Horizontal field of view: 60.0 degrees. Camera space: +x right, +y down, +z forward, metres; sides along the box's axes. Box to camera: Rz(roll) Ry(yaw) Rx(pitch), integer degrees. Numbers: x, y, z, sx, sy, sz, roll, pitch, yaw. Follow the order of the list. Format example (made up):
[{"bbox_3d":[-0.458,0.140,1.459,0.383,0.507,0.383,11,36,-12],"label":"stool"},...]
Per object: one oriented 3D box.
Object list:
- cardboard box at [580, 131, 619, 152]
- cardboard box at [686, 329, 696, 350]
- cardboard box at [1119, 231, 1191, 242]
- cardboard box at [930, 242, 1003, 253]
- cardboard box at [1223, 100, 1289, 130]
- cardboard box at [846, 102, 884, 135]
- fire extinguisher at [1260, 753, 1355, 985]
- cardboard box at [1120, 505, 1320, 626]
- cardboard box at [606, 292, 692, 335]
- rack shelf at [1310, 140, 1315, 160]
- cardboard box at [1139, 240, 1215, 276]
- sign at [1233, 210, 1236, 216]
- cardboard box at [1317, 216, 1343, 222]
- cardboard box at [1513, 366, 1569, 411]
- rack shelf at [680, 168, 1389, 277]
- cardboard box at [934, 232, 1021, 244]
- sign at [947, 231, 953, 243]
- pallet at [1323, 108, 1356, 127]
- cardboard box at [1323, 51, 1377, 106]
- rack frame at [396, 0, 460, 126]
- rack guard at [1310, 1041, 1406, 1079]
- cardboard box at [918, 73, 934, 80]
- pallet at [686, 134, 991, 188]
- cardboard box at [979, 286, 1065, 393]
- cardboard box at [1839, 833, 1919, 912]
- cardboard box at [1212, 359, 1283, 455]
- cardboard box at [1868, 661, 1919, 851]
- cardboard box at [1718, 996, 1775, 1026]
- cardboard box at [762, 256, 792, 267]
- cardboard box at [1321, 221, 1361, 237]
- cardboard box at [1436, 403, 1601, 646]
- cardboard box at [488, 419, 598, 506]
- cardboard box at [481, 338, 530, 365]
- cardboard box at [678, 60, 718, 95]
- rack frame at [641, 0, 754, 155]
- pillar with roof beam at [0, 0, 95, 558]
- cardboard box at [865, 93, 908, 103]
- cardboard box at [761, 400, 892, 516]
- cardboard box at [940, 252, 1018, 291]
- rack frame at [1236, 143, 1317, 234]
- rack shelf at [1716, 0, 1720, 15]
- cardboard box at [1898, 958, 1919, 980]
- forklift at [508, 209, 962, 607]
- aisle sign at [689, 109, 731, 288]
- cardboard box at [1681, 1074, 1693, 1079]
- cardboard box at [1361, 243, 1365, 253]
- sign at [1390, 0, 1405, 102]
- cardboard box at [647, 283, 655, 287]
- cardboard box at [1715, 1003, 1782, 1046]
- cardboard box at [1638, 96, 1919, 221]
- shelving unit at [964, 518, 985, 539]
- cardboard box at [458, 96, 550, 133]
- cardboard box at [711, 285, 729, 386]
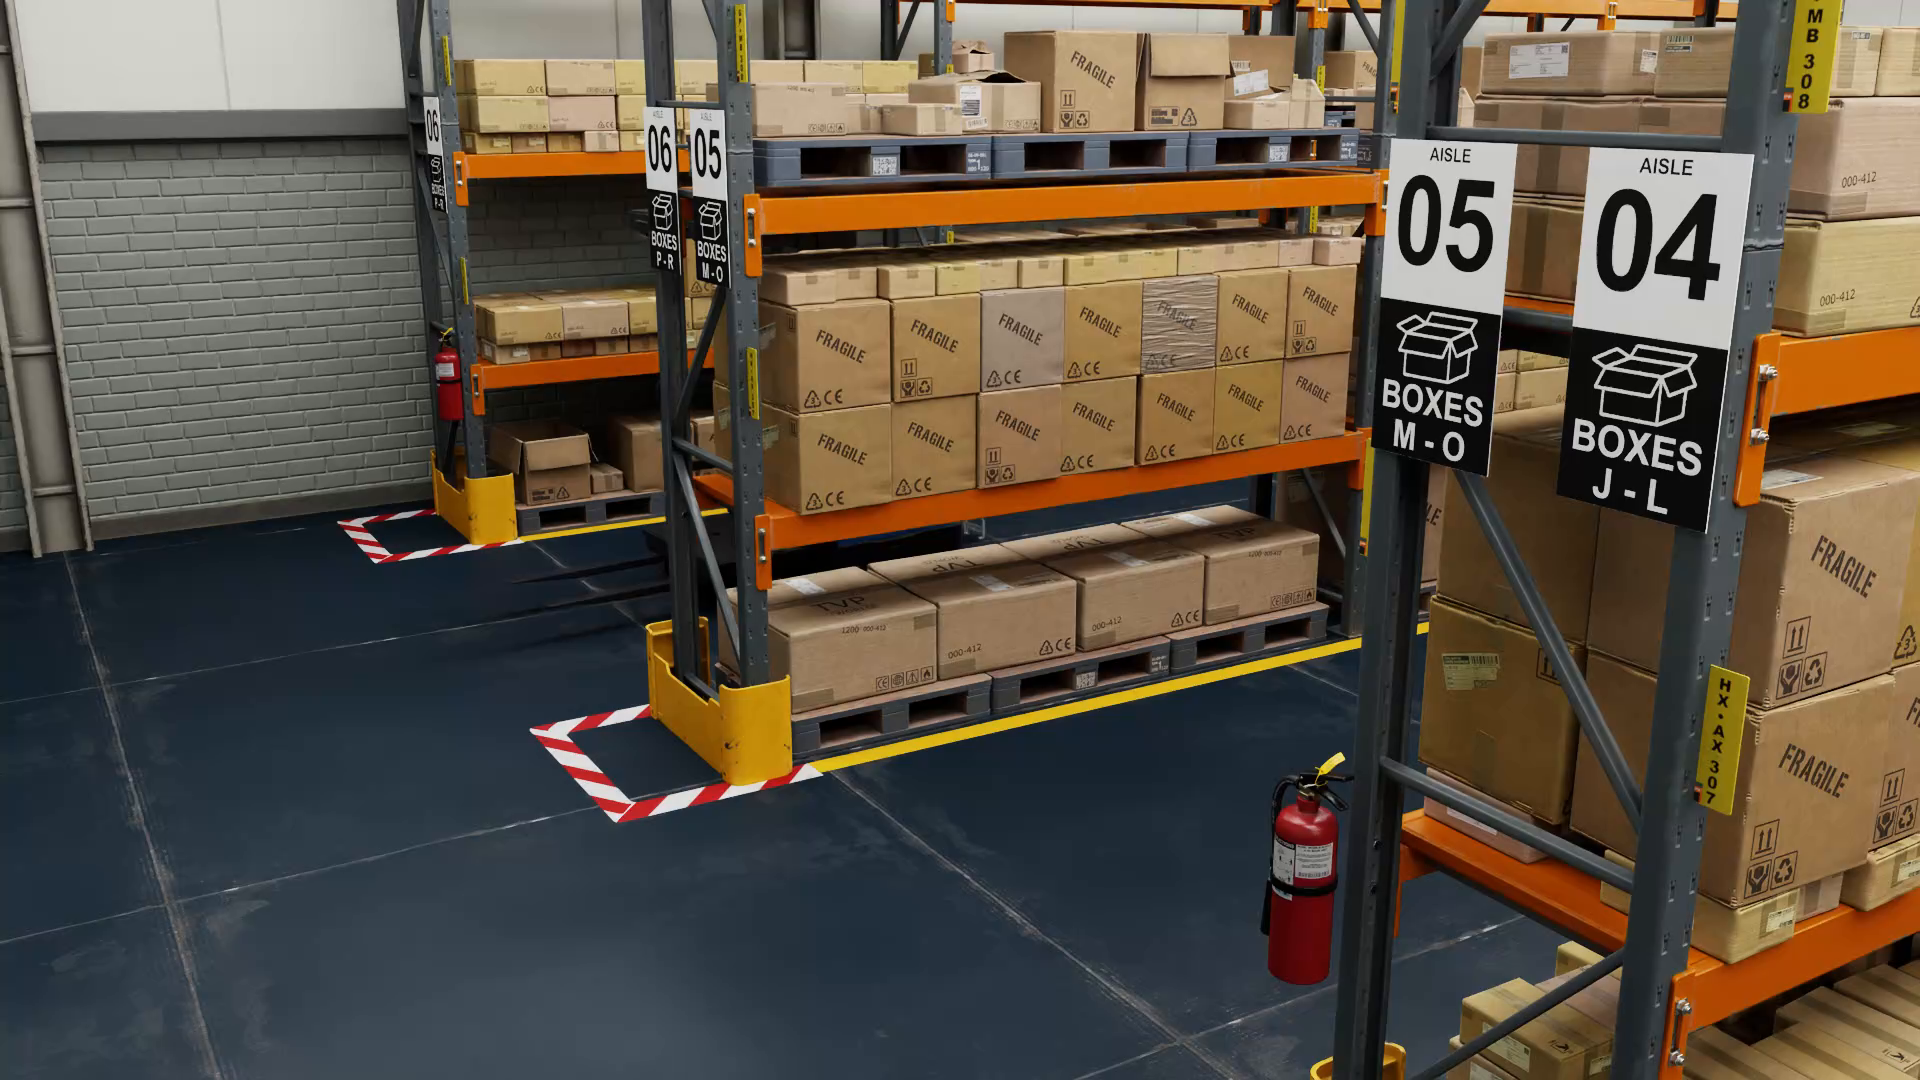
[{"bbox_3d":[-2.698,-2.945,12.266,0.250,0.149,0.380,-9,18,-29],"label":"cardboard box"},{"bbox_3d":[-2.245,-1.575,12.936,0.250,0.149,0.380,-10,18,-31],"label":"cardboard box"},{"bbox_3d":[1.133,-1.707,9.703,0.250,0.149,0.380,-9,18,-30],"label":"cardboard box"},{"bbox_3d":[0.032,-1.526,9.058,0.250,0.149,0.380,-9,18,-28],"label":"cardboard box"},{"bbox_3d":[1.581,-2.328,9.103,0.250,0.149,0.380,-9,18,-28],"label":"cardboard box"},{"bbox_3d":[-0.580,-2.132,8.403,0.250,0.149,0.380,-11,19,-34],"label":"cardboard box"},{"bbox_3d":[0.944,0.878,4.554,0.183,0.674,0.296,-9,18,-30],"label":"fire extinguisher"},{"bbox_3d":[1.597,0.140,10.323,0.875,0.438,0.875,-10,18,-31],"label":"cardboard box"},{"bbox_3d":[-2.405,-1.759,12.855,0.500,0.250,0.500,-10,18,-31],"label":"cardboard box"},{"bbox_3d":[1.346,-3.478,15.035,4.000,0.370,1.077,-9,18,-30],"label":"rack shelf"},{"bbox_3d":[1.186,-1.553,9.154,0.250,0.149,0.380,-9,18,-30],"label":"cardboard box"},{"bbox_3d":[2.771,-3.344,16.635,0.005,0.325,0.100,-9,18,-30],"label":"sign"},{"bbox_3d":[3.655,-3.195,16.862,0.250,0.149,0.380,-9,18,-30],"label":"cardboard box"},{"bbox_3d":[3.594,-1.022,10.776,0.500,0.250,0.500,-9,18,-30],"label":"cardboard box"},{"bbox_3d":[0.476,-1.774,8.957,4.000,0.370,1.077,-9,18,-30],"label":"rack shelf"},{"bbox_3d":[0.161,-2.368,14.336,0.500,0.500,0.700,-9,18,-28],"label":"cardboard box"},{"bbox_3d":[-0.083,-2.394,13.790,0.005,0.325,0.100,-9,18,-30],"label":"sign"},{"bbox_3d":[3.596,-4.126,16.366,1.003,0.211,1.213,-8,18,-27],"label":"pallet"},{"bbox_3d":[3.806,-4.445,16.004,0.500,0.500,0.500,-9,18,-29],"label":"cardboard box"},{"bbox_3d":[-3.798,-4.435,11.558,0.127,3.000,1.000,-9,18,-30],"label":"rack frame"},{"bbox_3d":[1.463,1.926,4.612,0.348,0.500,1.175,-9,18,-30],"label":"rack guard"},{"bbox_3d":[-0.172,-3.888,14.115,0.250,0.149,0.380,-10,18,-30],"label":"cardboard box"},{"bbox_3d":[-0.608,-1.905,8.256,1.213,0.211,1.003,-9,18,-30],"label":"pallet"},{"bbox_3d":[0.197,-1.075,8.651,0.500,0.500,0.500,-9,18,-30],"label":"cardboard box"},{"bbox_3d":[2.299,0.815,4.411,0.250,0.149,0.380,-10,18,-31],"label":"cardboard box"},{"bbox_3d":[1.487,-0.806,9.542,0.500,0.500,0.500,-10,18,-31],"label":"cardboard box"},{"bbox_3d":[2.371,0.463,4.464,0.500,0.500,0.500,-9,18,-30],"label":"cardboard box"},{"bbox_3d":[2.377,1.377,5.343,0.250,0.149,0.380,-10,19,-32],"label":"cardboard box"},{"bbox_3d":[-1.034,-1.336,8.380,0.250,0.149,0.380,-9,18,-29],"label":"cardboard box"},{"bbox_3d":[3.713,-3.032,16.282,0.250,0.149,0.380,-9,18,-29],"label":"cardboard box"},{"bbox_3d":[1.662,-0.061,4.481,0.500,0.500,0.500,-10,18,-31],"label":"cardboard box"},{"bbox_3d":[-3.224,-0.609,12.873,0.637,0.503,0.797,-10,19,-32],"label":"cardboard box"},{"bbox_3d":[-3.374,-1.407,12.338,0.250,0.149,0.380,-9,18,-30],"label":"cardboard box"},{"bbox_3d":[-1.987,-3.518,12.646,0.500,0.250,0.500,-9,18,-28],"label":"cardboard box"},{"bbox_3d":[-1.238,-3.287,7.463,0.127,3.000,1.000,-9,18,-30],"label":"rack frame"},{"bbox_3d":[-4.356,-3.272,7.412,0.400,9.000,9.100,-9,18,-30],"label":"pillar with roof beam"},{"bbox_3d":[-0.653,-3.492,13.480,0.500,0.250,0.500,-9,18,-30],"label":"cardboard box"},{"bbox_3d":[-0.679,-0.447,8.260,0.500,0.500,0.500,-9,18,-30],"label":"cardboard box"},{"bbox_3d":[0.093,-1.377,8.526,0.250,0.149,0.380,-9,18,-29],"label":"cardboard box"},{"bbox_3d":[3.060,-2.658,16.335,0.127,3.000,1.000,-9,18,-30],"label":"rack frame"},{"bbox_3d":[7.334,-4.138,12.573,4.000,0.370,1.077,-9,18,-30],"label":"rack shelf"},{"bbox_3d":[3.140,1.435,5.133,0.250,0.149,0.380,-9,18,-29],"label":"cardboard box"},{"bbox_3d":[-1.479,-1.104,10.918,3.031,2.935,1.130,-11,19,-35],"label":"forklift"},{"bbox_3d":[-1.150,-1.573,7.647,0.004,0.787,0.394,-9,18,-30],"label":"aisle sign"},{"bbox_3d":[2.022,1.623,4.464,0.250,0.149,0.380,-10,19,-32],"label":"cardboard box"},{"bbox_3d":[2.444,-1.604,10.536,0.500,0.500,0.500,-9,18,-28],"label":"cardboard box"},{"bbox_3d":[1.129,-1.269,4.181,0.005,0.325,0.100,-9,18,-30],"label":"sign"},{"bbox_3d":[-2.222,-1.954,13.550,0.500,0.250,0.500,-9,18,-30],"label":"cardboard box"},{"bbox_3d":[2.431,1.535,5.330,0.250,0.149,0.380,-9,18,-30],"label":"cardboard box"},{"bbox_3d":[1.917,-0.882,3.793,0.500,0.250,0.500,-9,18,-29],"label":"cardboard box"},{"bbox_3d":[-0.088,-0.571,12.225,0.503,1.200,0.258,-11,19,-35],"label":"shelving unit"},{"bbox_3d":[-3.276,-3.060,11.937,0.500,0.250,0.500,-9,18,-30],"label":"cardboard box"},{"bbox_3d":[-0.947,-1.050,8.560,0.500,0.500,0.500,-9,18,-28],"label":"cardboard box"}]
